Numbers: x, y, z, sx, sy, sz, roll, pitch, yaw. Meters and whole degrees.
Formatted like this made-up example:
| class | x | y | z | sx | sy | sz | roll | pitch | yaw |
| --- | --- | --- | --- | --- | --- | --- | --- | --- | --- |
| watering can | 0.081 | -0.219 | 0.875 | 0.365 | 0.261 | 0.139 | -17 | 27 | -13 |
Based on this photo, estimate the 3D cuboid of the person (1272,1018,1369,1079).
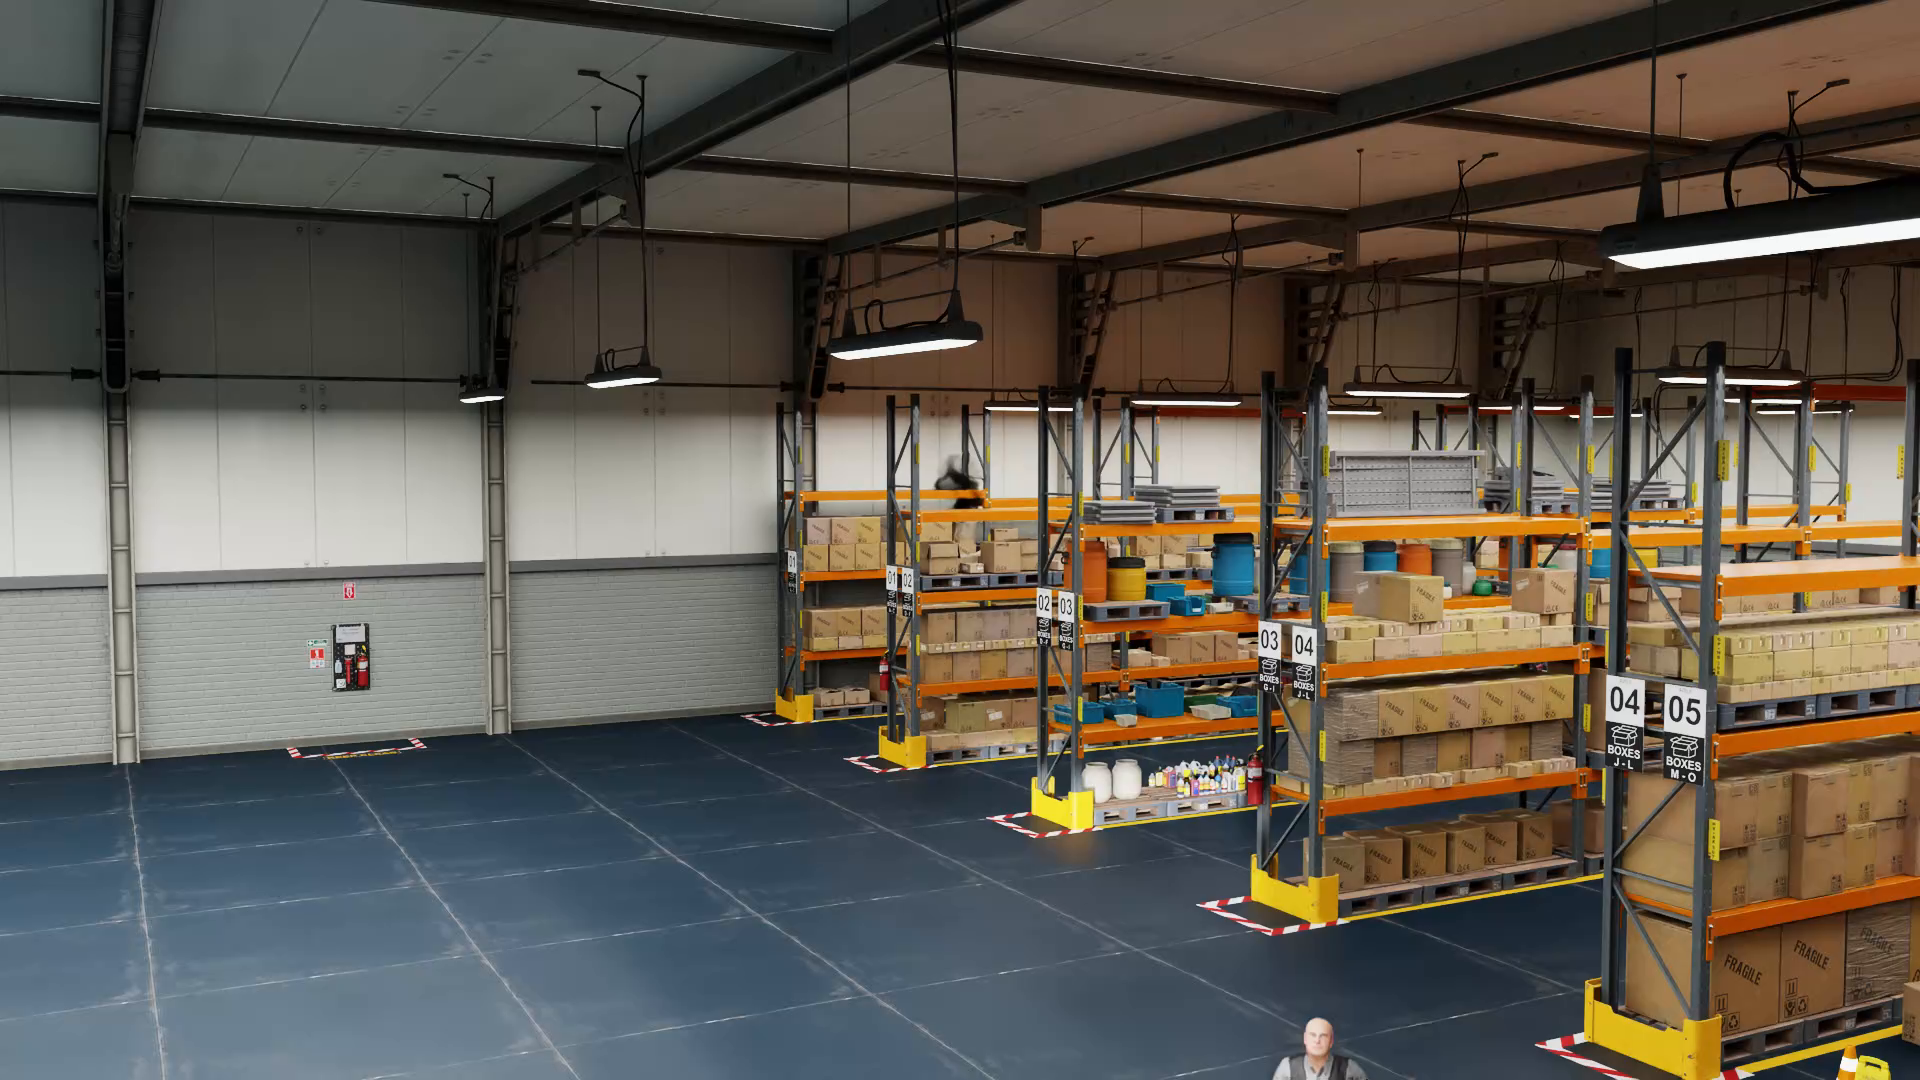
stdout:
| class | x | y | z | sx | sy | sz | roll | pitch | yaw |
| --- | --- | --- | --- | --- | --- | --- | --- | --- | --- |
| person | 2.187 | 3.750 | 10.110 | 0.698 | 1.687 | 0.591 | 1 | 3 | 17 |
